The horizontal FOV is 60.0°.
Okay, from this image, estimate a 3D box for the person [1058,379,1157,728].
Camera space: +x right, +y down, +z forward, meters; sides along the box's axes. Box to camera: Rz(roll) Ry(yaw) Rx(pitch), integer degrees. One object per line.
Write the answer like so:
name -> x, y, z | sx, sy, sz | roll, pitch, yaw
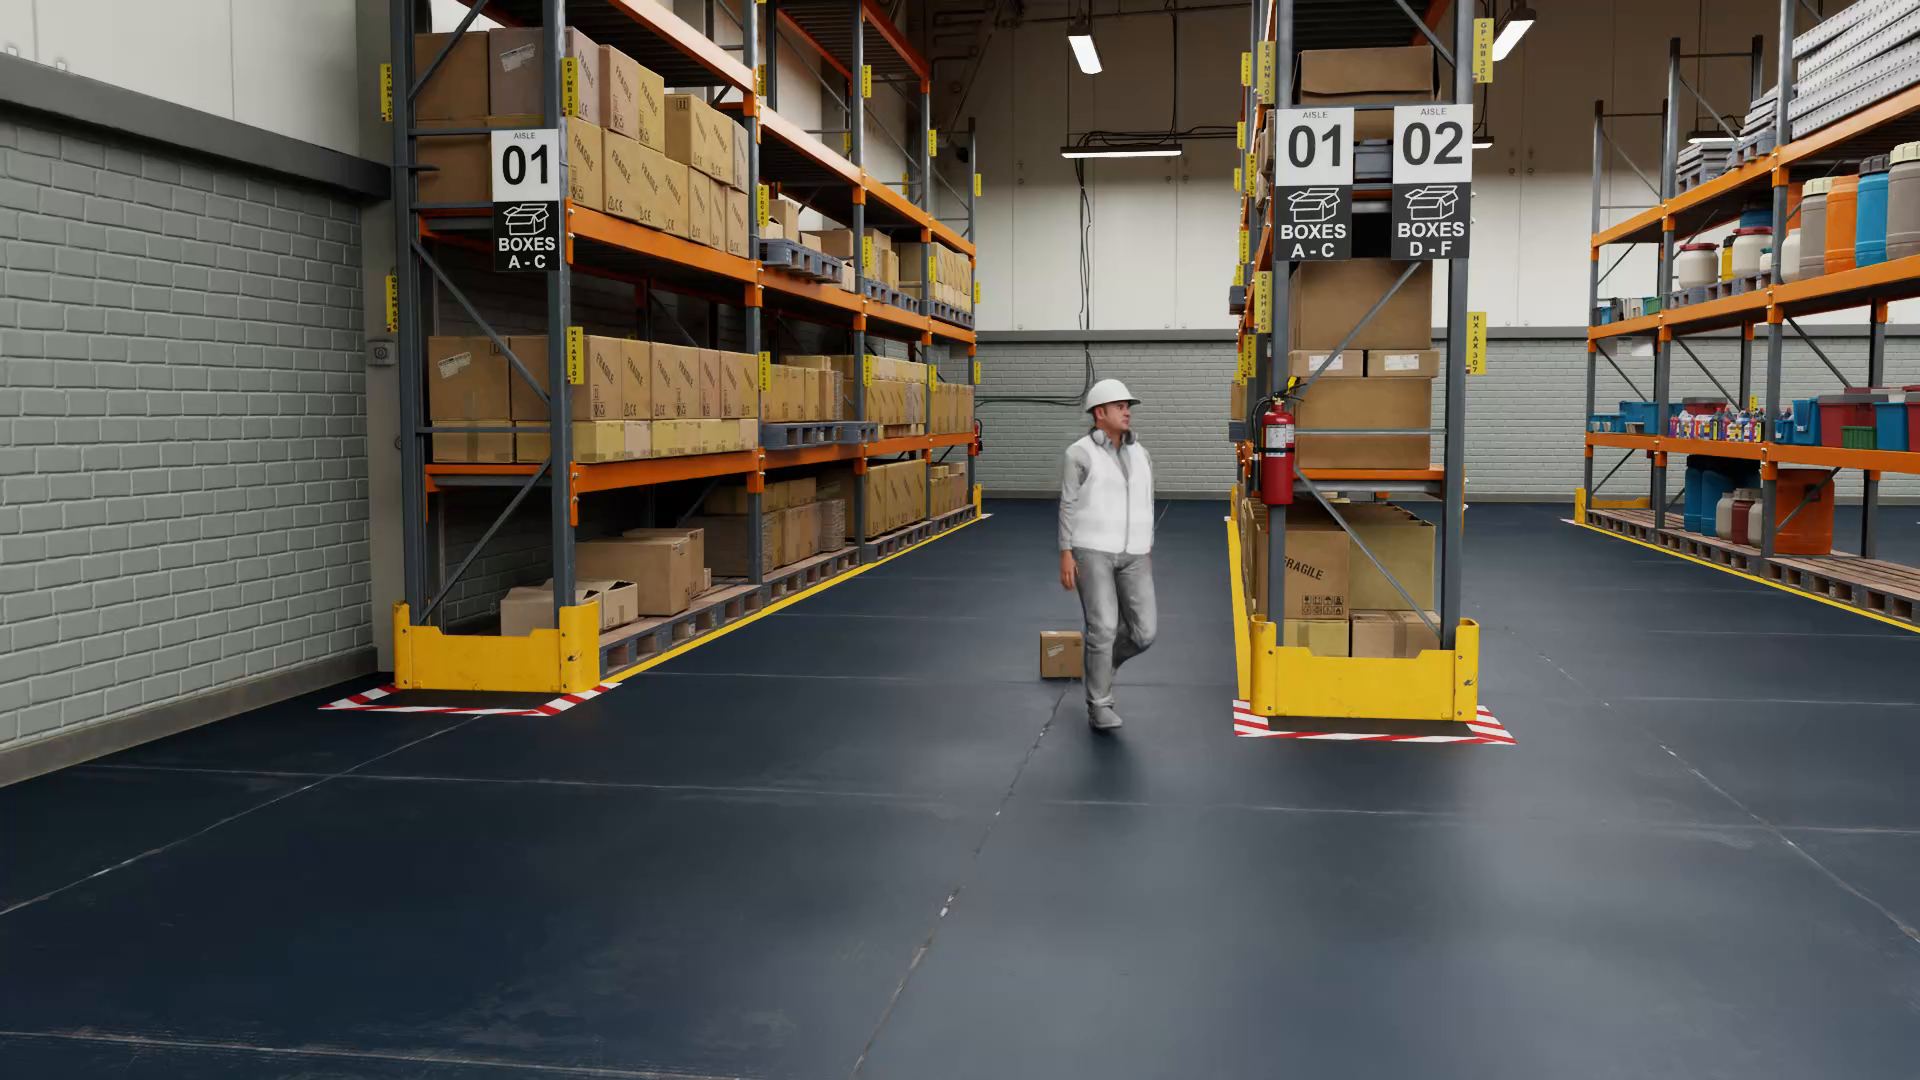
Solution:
person -> 0.759, 0.056, 8.519 | 0.563, 1.755, 0.627 | -2, 5, -24
